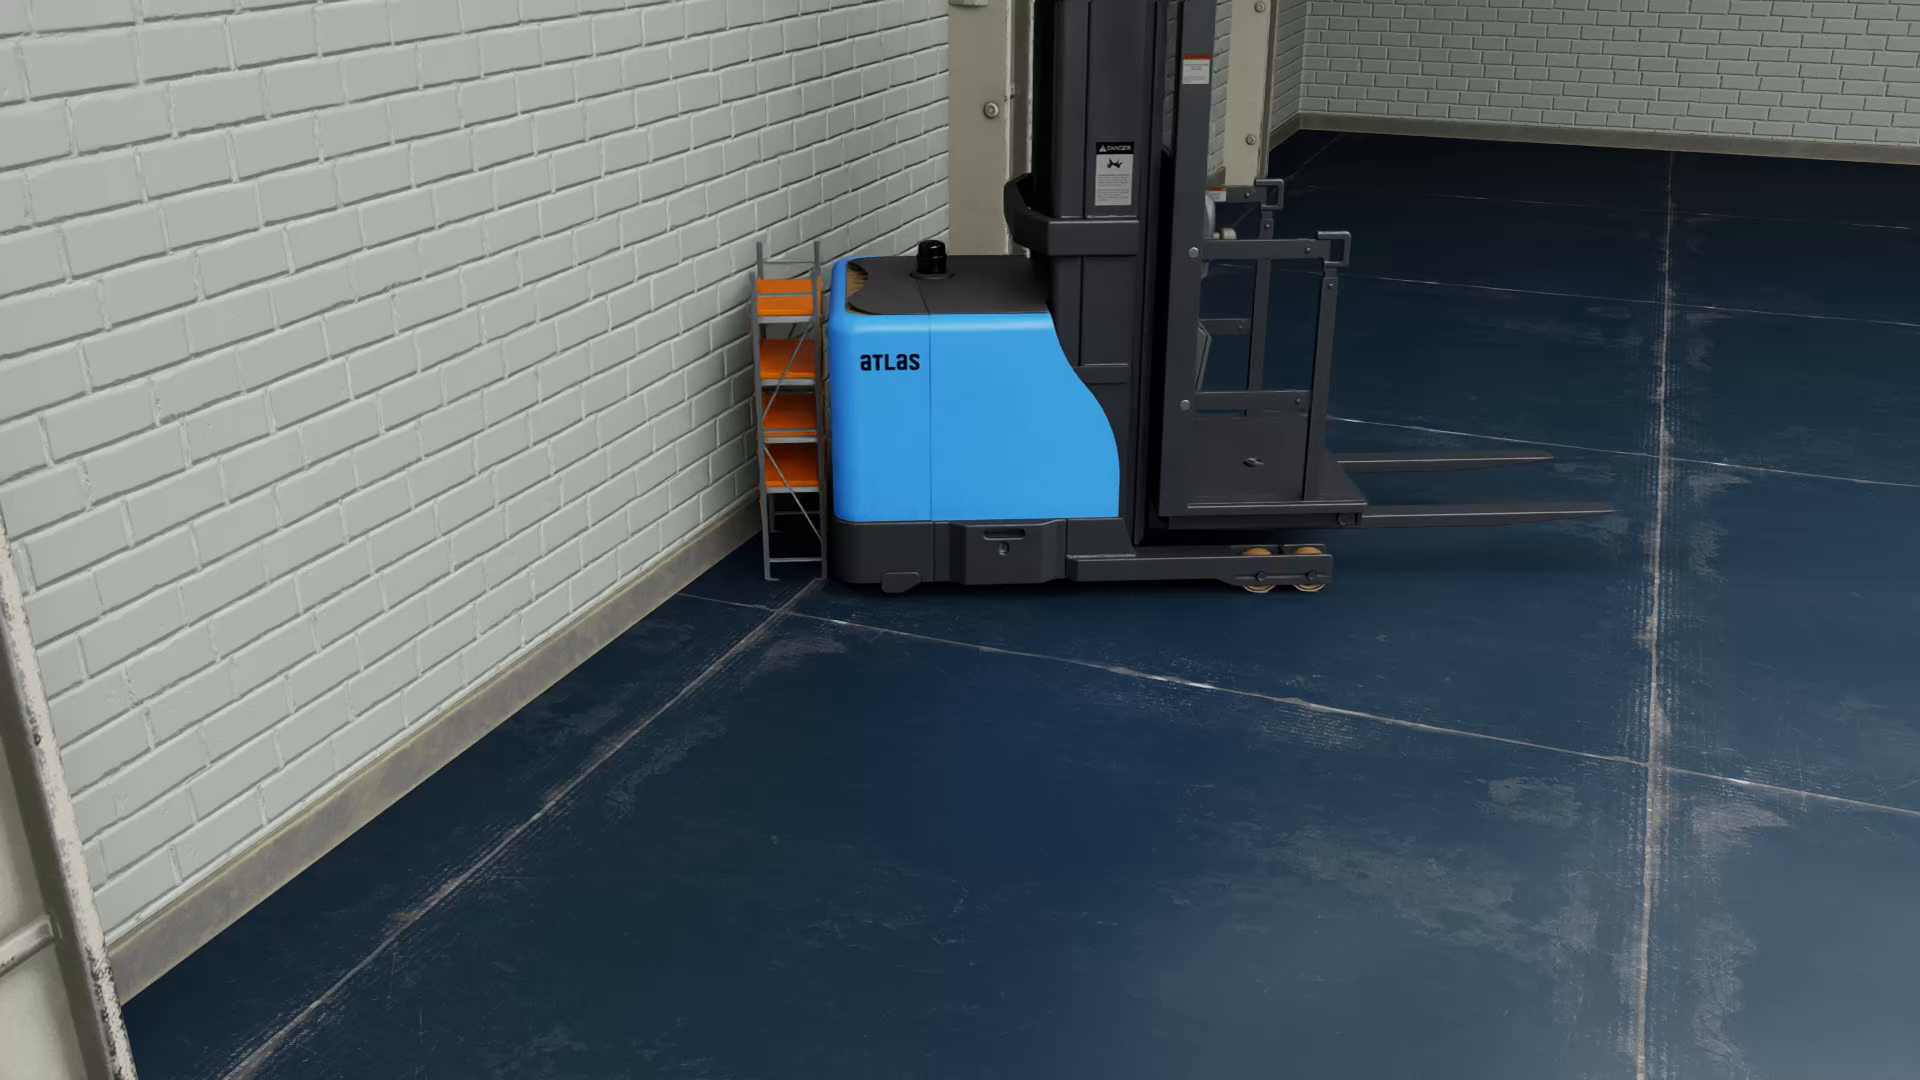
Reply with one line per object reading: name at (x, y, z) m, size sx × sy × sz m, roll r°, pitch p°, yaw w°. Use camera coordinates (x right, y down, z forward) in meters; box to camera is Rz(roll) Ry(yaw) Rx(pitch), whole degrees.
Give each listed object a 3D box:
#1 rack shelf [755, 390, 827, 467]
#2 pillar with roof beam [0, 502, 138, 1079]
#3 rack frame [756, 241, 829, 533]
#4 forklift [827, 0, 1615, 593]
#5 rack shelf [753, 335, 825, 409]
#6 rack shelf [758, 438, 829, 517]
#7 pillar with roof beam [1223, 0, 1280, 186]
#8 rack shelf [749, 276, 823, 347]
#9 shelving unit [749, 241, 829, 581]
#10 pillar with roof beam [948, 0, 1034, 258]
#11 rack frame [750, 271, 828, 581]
rack shelf at (-0.644, -0.433, 6.405) m, size 0.258 × 0.148 × 0.480 m, roll -1°, pitch 23°, yaw -3°
pillar with roof beam at (1.922, -2.246, 0.451) m, size 9.100 × 9.000 × 0.400 m, roll 9°, pitch 24°, yaw 20°
rack frame at (-0.660, -0.589, 6.604) m, size 0.240 × 1.200 × 0.015 m, roll -1°, pitch 23°, yaw -3°
forklift at (1.008, -1.355, 6.192) m, size 3.031 × 2.935 × 1.130 m, roll -1°, pitch 23°, yaw -3°
rack shelf at (-0.644, -0.640, 6.319) m, size 0.258 × 0.148 × 0.480 m, roll -1°, pitch 23°, yaw -3°
rack shelf at (-0.644, -0.250, 6.482) m, size 0.258 × 0.148 × 0.480 m, roll -1°, pitch 23°, yaw -3°
pillar with roof beam at (6.379, -6.540, 10.732) m, size 9.100 × 9.000 × 0.400 m, roll 9°, pitch 24°, yaw 20°
rack shelf at (-0.644, -0.858, 6.228) m, size 0.258 × 0.148 × 0.480 m, roll -1°, pitch 23°, yaw -3°
shelving unit at (-0.644, -0.495, 6.379) m, size 0.258 × 1.200 × 0.503 m, roll -1°, pitch 23°, yaw -3°
pillar with roof beam at (4.151, -4.393, 5.591) m, size 9.100 × 9.000 × 0.400 m, roll 9°, pitch 24°, yaw 20°
rack frame at (-0.629, -0.402, 6.155) m, size 0.240 × 1.200 × 0.015 m, roll -1°, pitch 23°, yaw -3°
